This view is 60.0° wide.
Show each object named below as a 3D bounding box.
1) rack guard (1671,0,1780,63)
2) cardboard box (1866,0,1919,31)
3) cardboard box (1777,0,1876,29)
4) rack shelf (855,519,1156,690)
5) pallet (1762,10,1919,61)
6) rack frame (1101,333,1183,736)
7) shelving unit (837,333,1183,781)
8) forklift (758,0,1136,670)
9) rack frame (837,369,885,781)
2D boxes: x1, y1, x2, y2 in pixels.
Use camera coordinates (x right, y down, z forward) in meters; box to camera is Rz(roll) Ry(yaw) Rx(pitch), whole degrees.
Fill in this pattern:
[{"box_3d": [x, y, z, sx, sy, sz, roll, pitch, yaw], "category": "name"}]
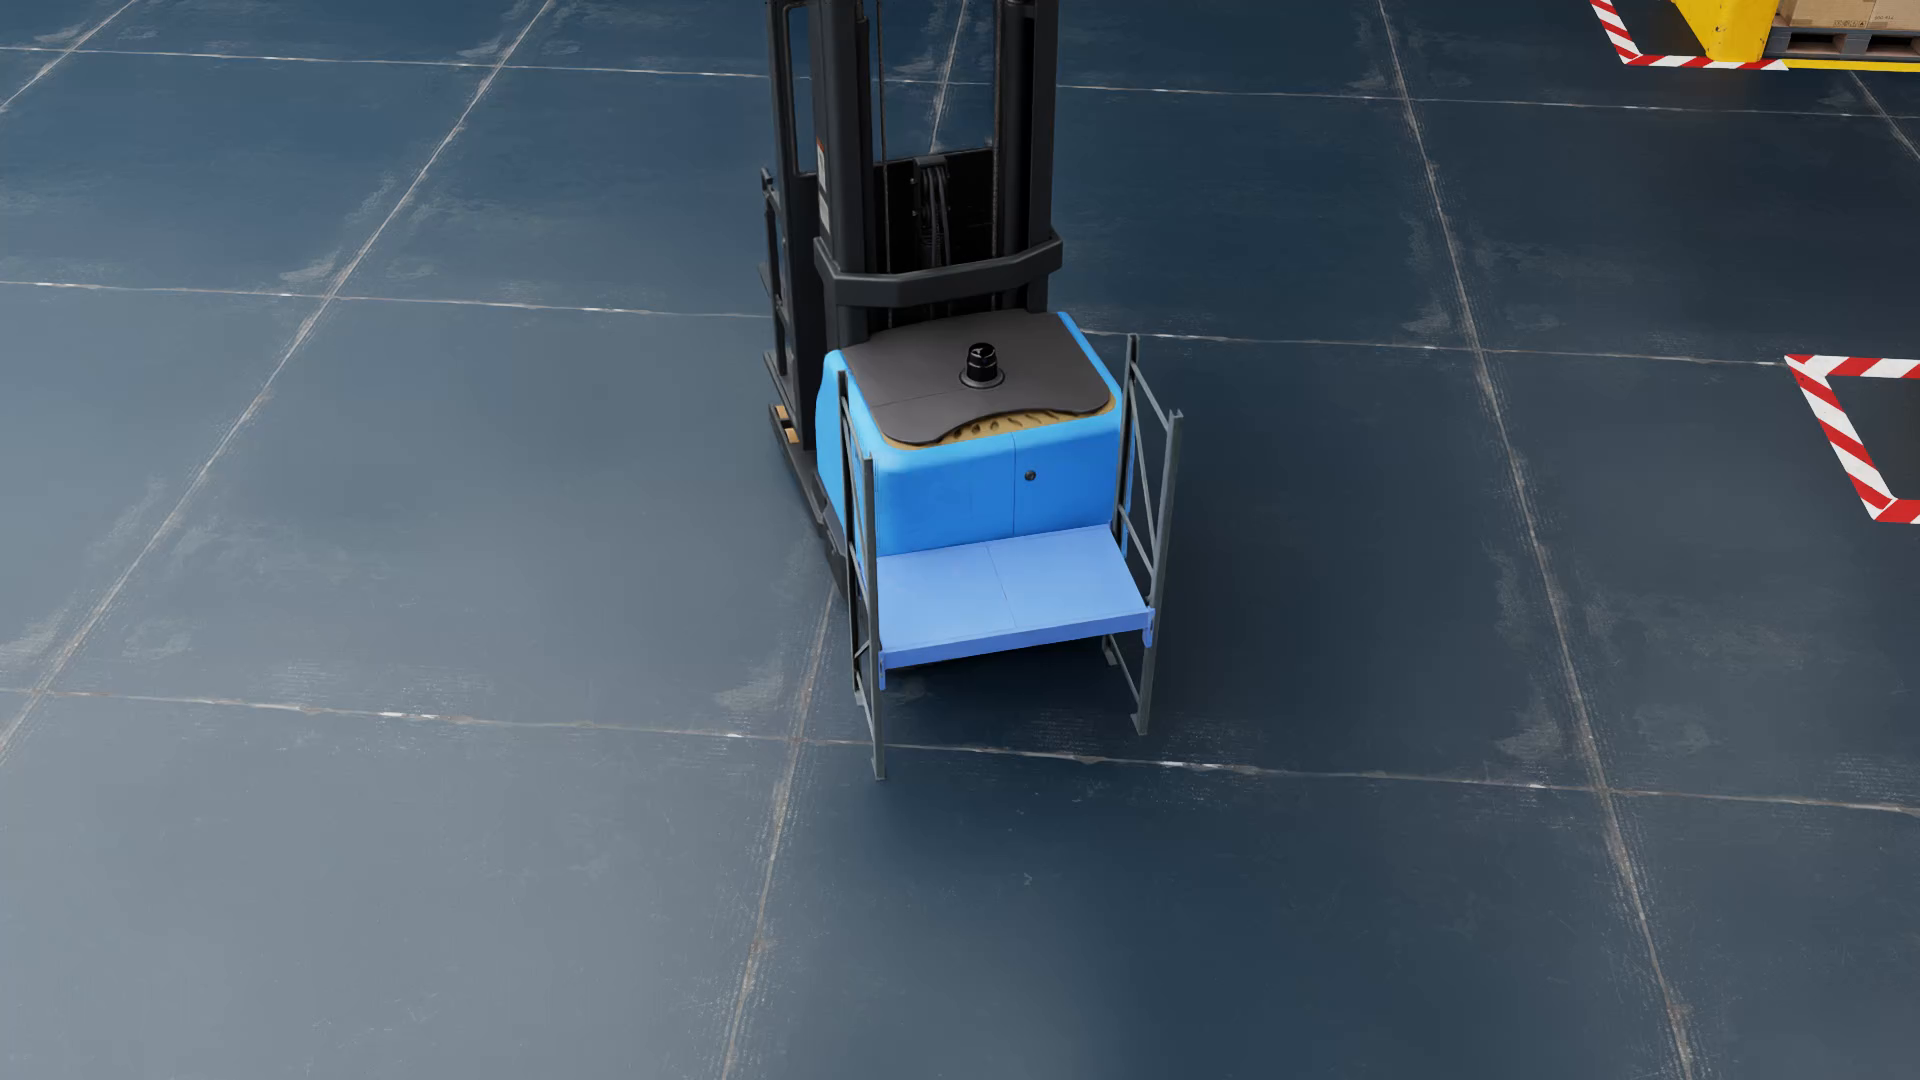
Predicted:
[{"box_3d": [5.285, -3.781, 11.499, 0.348, 0.500, 1.175, 3, 39, 4], "category": "rack guard"}, {"box_3d": [6.322, -3.651, 11.205, 0.500, 0.250, 0.500, 3, 39, 4], "category": "cardboard box"}, {"box_3d": [5.824, -3.676, 11.236, 0.500, 0.250, 0.500, 3, 39, 4], "category": "cardboard box"}, {"box_3d": [0.149, 0.225, 6.060, 1.000, 0.185, 0.538, -8, 41, -10], "category": "rack shelf"}, {"box_3d": [6.074, -3.652, 11.569, 1.213, 0.211, 1.003, 3, 39, 4], "category": "pallet"}, {"box_3d": [0.645, 0.016, 6.032, 0.032, 1.500, 0.500, -8, 41, -10], "category": "rack frame"}, {"box_3d": [0.150, 0.088, 5.944, 1.048, 1.500, 0.538, -8, 41, -10], "category": "shelving unit"}, {"box_3d": [-0.262, -1.564, 6.849, 1.130, 2.935, 3.031, -12, 41, -14], "category": "forklift"}, {"box_3d": [-0.345, 0.161, 5.855, 0.032, 1.500, 0.500, -8, 41, -10], "category": "rack frame"}]
